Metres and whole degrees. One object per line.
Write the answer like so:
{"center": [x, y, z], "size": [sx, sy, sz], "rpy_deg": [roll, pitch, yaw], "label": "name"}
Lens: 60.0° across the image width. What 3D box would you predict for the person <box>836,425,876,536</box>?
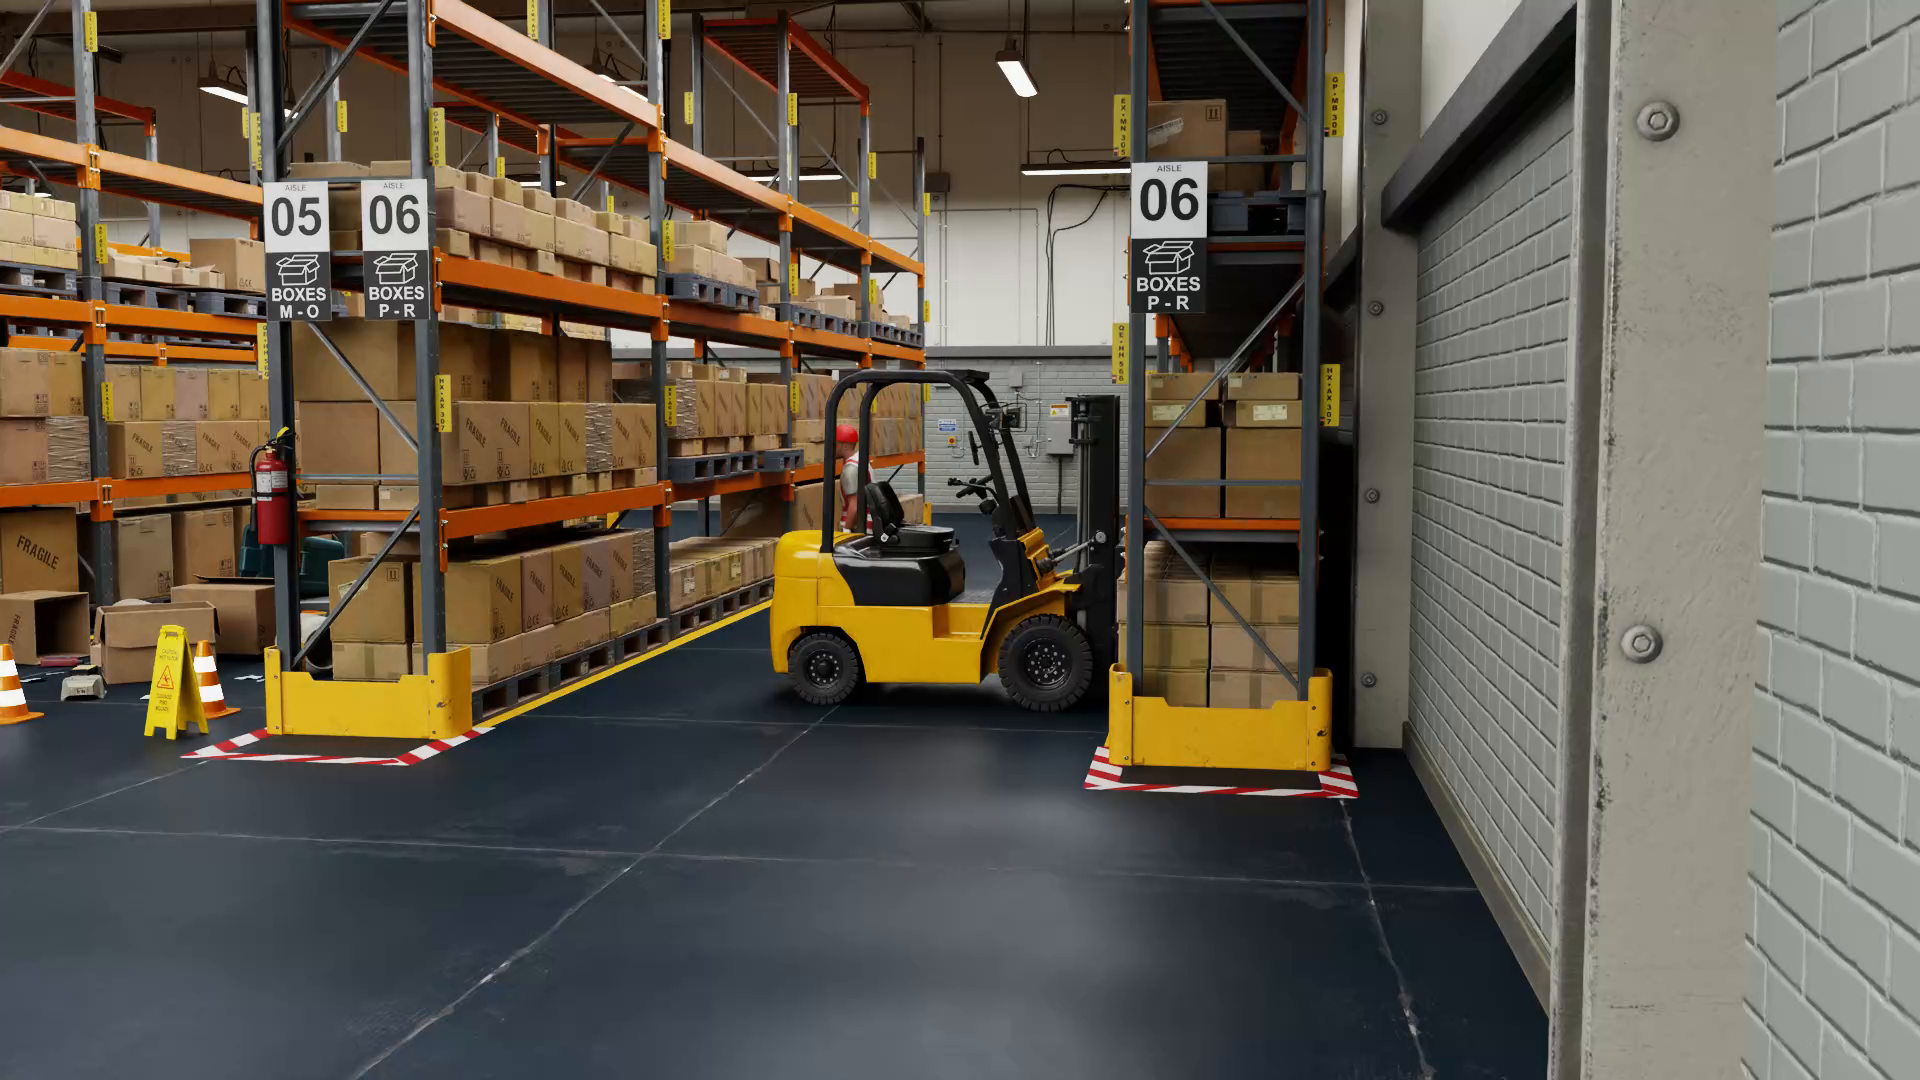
{"center": [-0.893, -0.062, 13.771], "size": [0.445, 1.781, 0.621], "rpy_deg": [0, 4, 6], "label": "person"}
